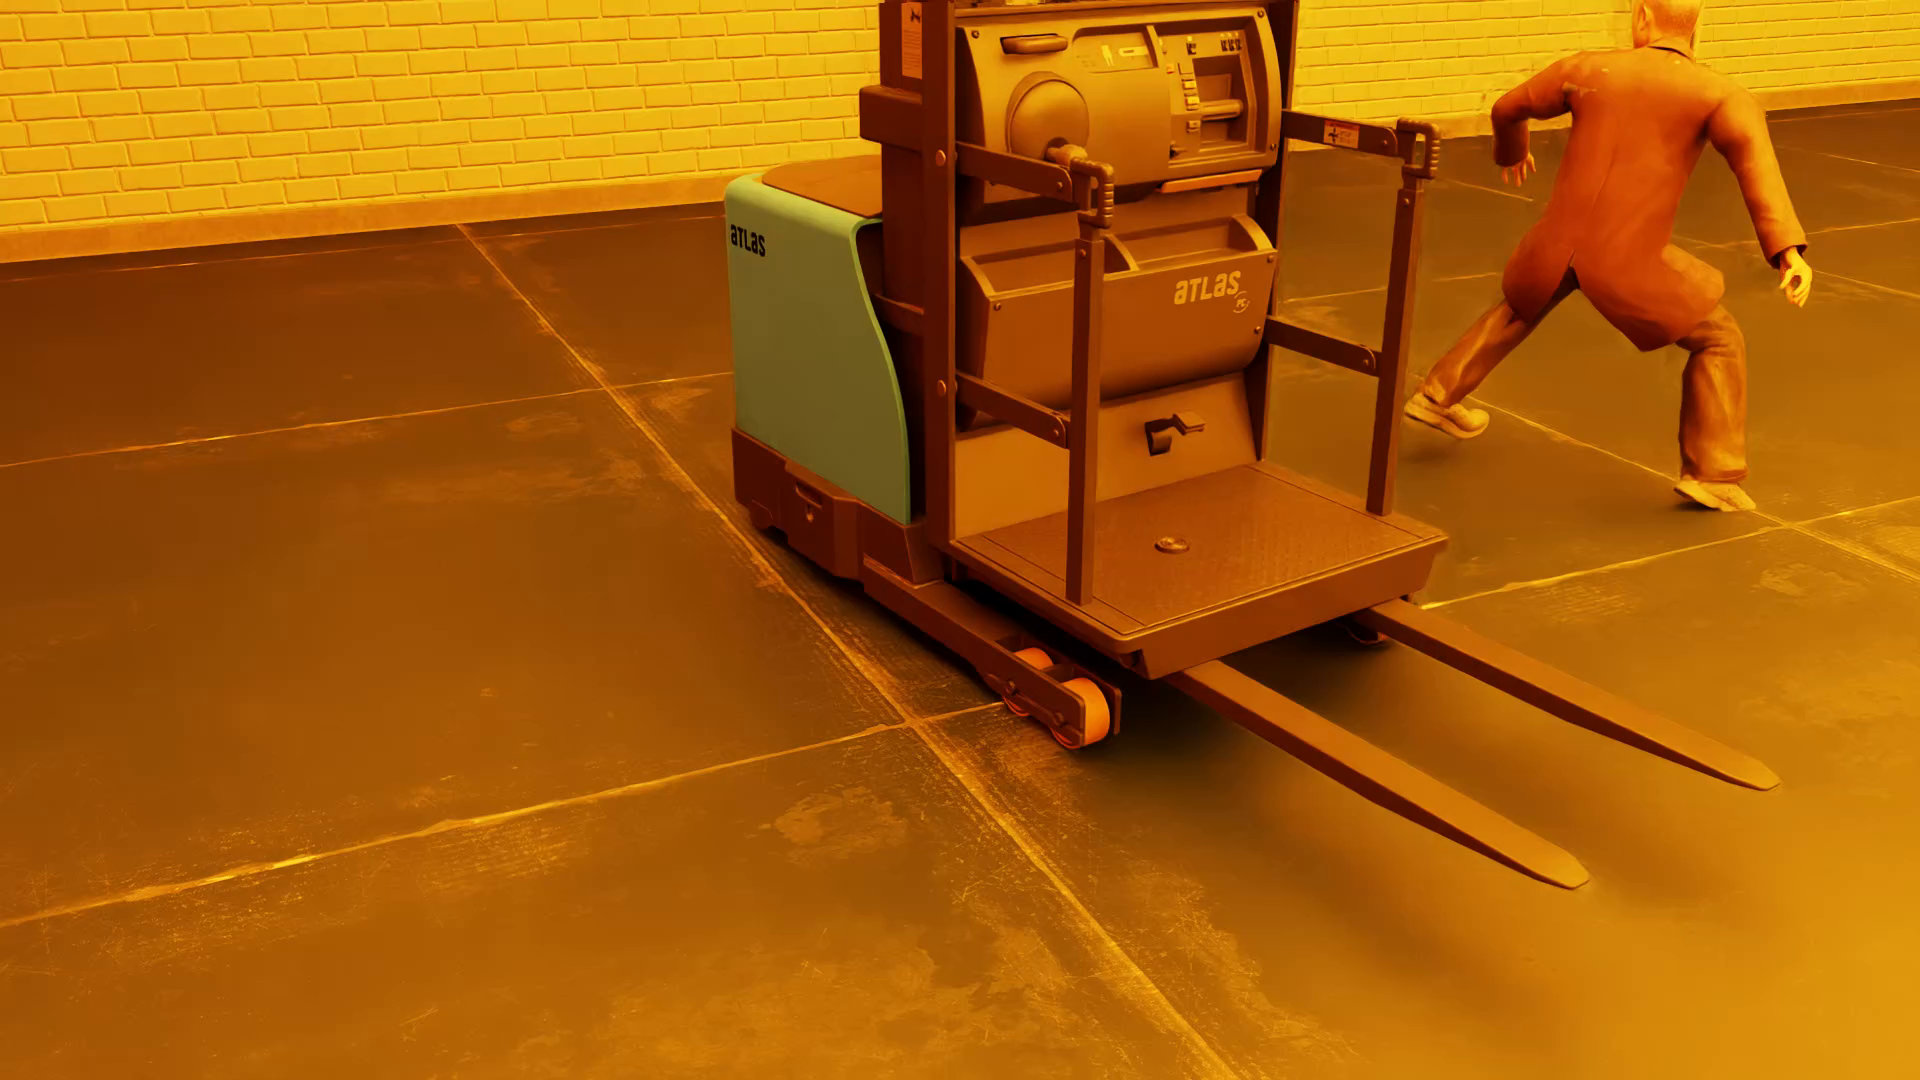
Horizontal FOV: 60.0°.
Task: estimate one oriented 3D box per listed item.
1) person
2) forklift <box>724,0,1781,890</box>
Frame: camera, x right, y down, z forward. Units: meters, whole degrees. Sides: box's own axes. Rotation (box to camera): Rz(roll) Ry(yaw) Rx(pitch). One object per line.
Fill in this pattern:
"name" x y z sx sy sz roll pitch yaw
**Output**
"person" 2.120 -0.880 5.246 0.606 1.703 1.218 -19 29 -38
"forklift" 0.533 -1.070 3.861 1.130 2.935 3.031 -15 27 -31
